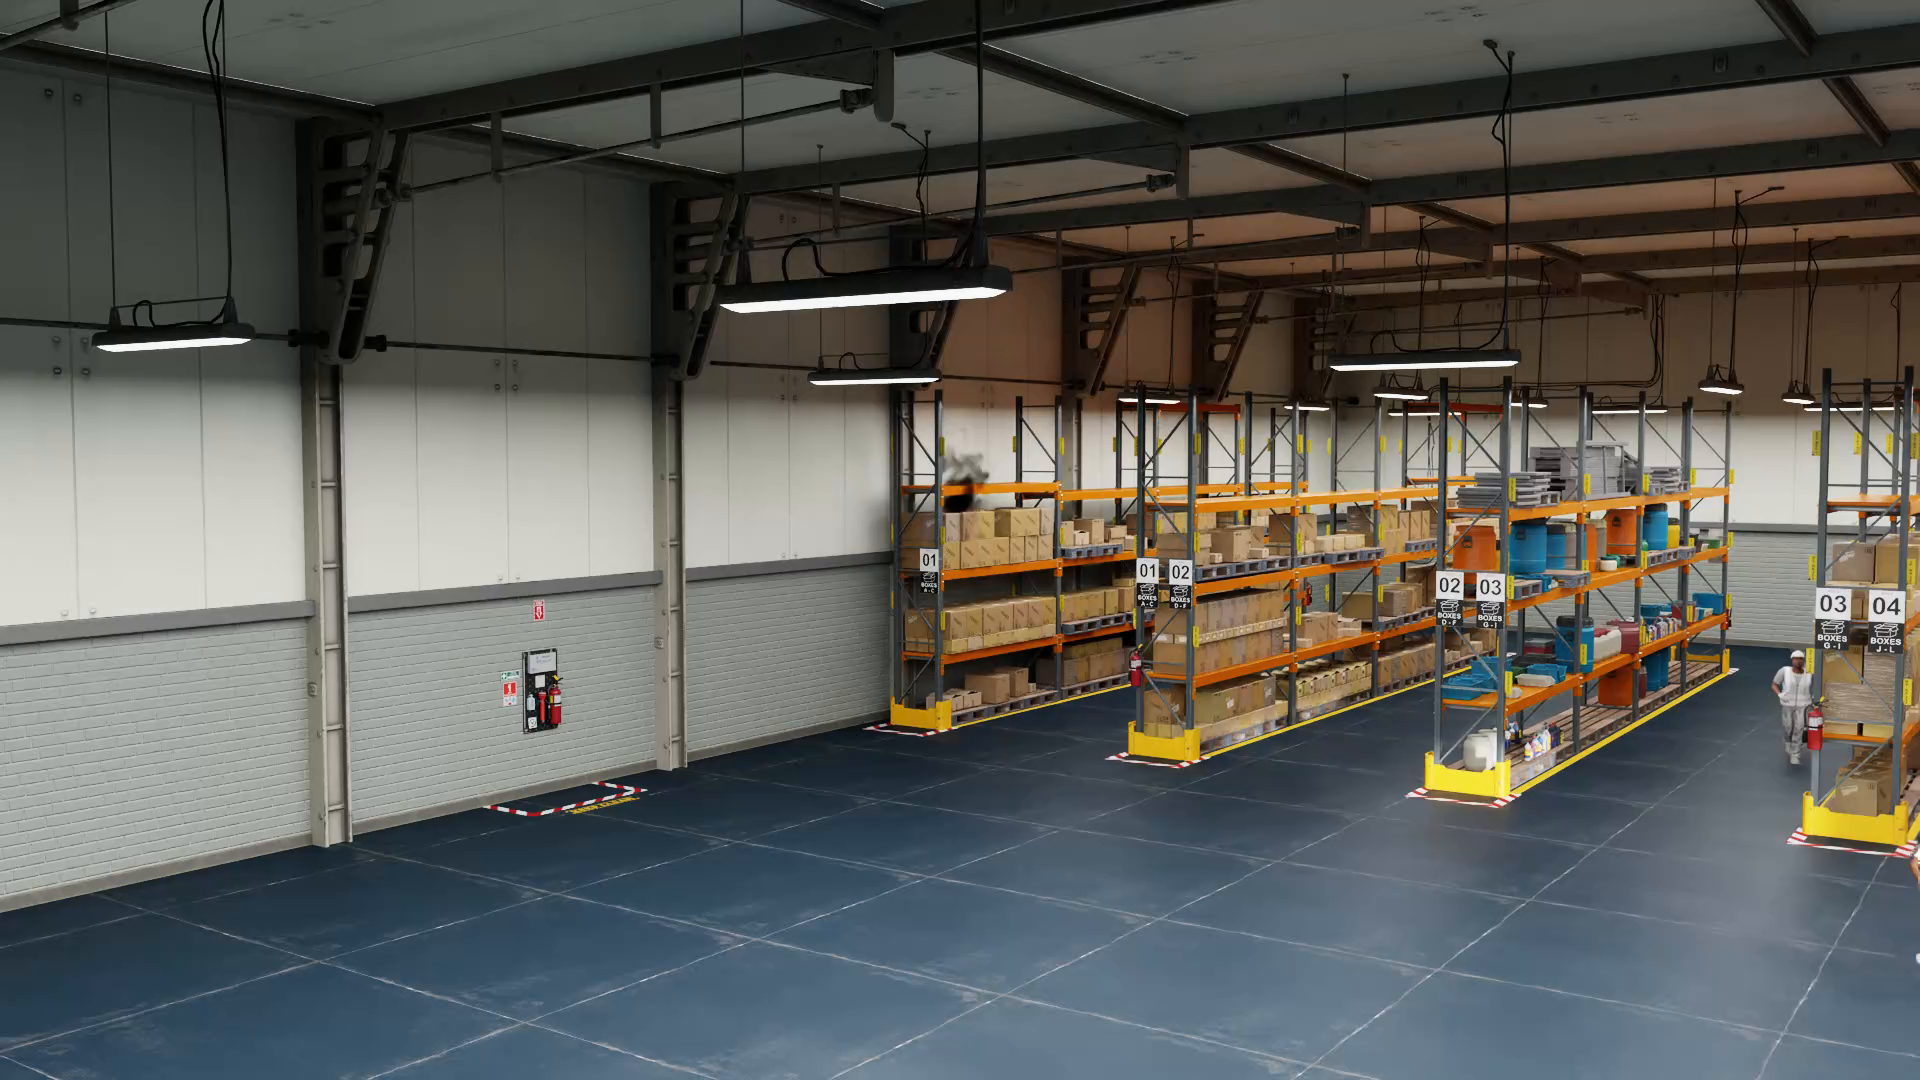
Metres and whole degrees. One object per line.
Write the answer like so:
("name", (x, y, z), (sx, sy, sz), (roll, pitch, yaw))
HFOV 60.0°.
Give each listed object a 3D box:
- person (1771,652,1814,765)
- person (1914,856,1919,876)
("person", (13.244, 2.646, 26.370), (0.687, 1.759, 0.790), (1, 4, 24))
("person", (9.102, 3.273, 15.037), (0.678, 1.750, 0.681), (-2, 4, -35))
